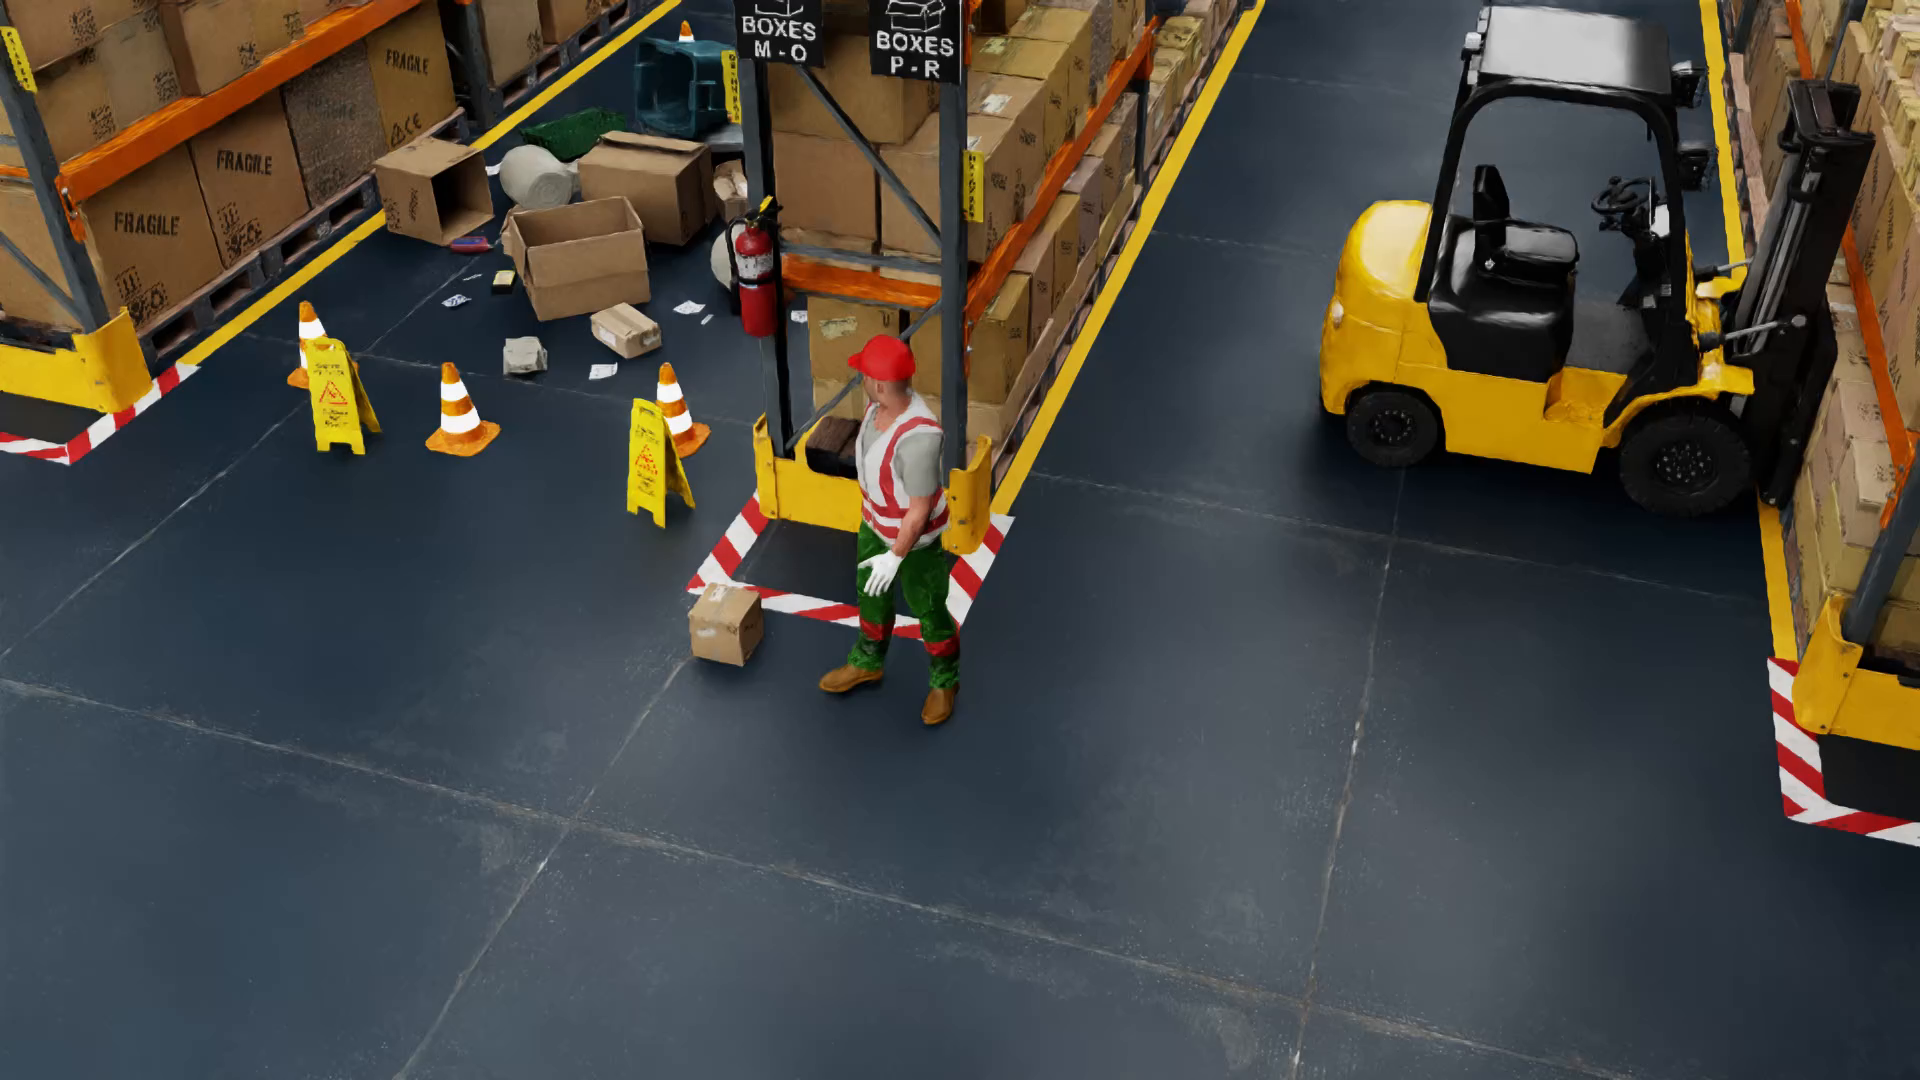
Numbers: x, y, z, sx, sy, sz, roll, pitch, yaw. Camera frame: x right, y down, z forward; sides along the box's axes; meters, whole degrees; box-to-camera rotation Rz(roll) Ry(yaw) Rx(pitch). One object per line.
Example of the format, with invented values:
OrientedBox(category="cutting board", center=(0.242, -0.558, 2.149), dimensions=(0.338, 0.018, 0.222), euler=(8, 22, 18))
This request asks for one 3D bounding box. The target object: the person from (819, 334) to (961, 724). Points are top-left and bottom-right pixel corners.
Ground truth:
OrientedBox(category="person", center=(-0.283, -0.026, 6.869), dimensions=(0.531, 1.793, 0.566), euler=(-21, 42, -26))
